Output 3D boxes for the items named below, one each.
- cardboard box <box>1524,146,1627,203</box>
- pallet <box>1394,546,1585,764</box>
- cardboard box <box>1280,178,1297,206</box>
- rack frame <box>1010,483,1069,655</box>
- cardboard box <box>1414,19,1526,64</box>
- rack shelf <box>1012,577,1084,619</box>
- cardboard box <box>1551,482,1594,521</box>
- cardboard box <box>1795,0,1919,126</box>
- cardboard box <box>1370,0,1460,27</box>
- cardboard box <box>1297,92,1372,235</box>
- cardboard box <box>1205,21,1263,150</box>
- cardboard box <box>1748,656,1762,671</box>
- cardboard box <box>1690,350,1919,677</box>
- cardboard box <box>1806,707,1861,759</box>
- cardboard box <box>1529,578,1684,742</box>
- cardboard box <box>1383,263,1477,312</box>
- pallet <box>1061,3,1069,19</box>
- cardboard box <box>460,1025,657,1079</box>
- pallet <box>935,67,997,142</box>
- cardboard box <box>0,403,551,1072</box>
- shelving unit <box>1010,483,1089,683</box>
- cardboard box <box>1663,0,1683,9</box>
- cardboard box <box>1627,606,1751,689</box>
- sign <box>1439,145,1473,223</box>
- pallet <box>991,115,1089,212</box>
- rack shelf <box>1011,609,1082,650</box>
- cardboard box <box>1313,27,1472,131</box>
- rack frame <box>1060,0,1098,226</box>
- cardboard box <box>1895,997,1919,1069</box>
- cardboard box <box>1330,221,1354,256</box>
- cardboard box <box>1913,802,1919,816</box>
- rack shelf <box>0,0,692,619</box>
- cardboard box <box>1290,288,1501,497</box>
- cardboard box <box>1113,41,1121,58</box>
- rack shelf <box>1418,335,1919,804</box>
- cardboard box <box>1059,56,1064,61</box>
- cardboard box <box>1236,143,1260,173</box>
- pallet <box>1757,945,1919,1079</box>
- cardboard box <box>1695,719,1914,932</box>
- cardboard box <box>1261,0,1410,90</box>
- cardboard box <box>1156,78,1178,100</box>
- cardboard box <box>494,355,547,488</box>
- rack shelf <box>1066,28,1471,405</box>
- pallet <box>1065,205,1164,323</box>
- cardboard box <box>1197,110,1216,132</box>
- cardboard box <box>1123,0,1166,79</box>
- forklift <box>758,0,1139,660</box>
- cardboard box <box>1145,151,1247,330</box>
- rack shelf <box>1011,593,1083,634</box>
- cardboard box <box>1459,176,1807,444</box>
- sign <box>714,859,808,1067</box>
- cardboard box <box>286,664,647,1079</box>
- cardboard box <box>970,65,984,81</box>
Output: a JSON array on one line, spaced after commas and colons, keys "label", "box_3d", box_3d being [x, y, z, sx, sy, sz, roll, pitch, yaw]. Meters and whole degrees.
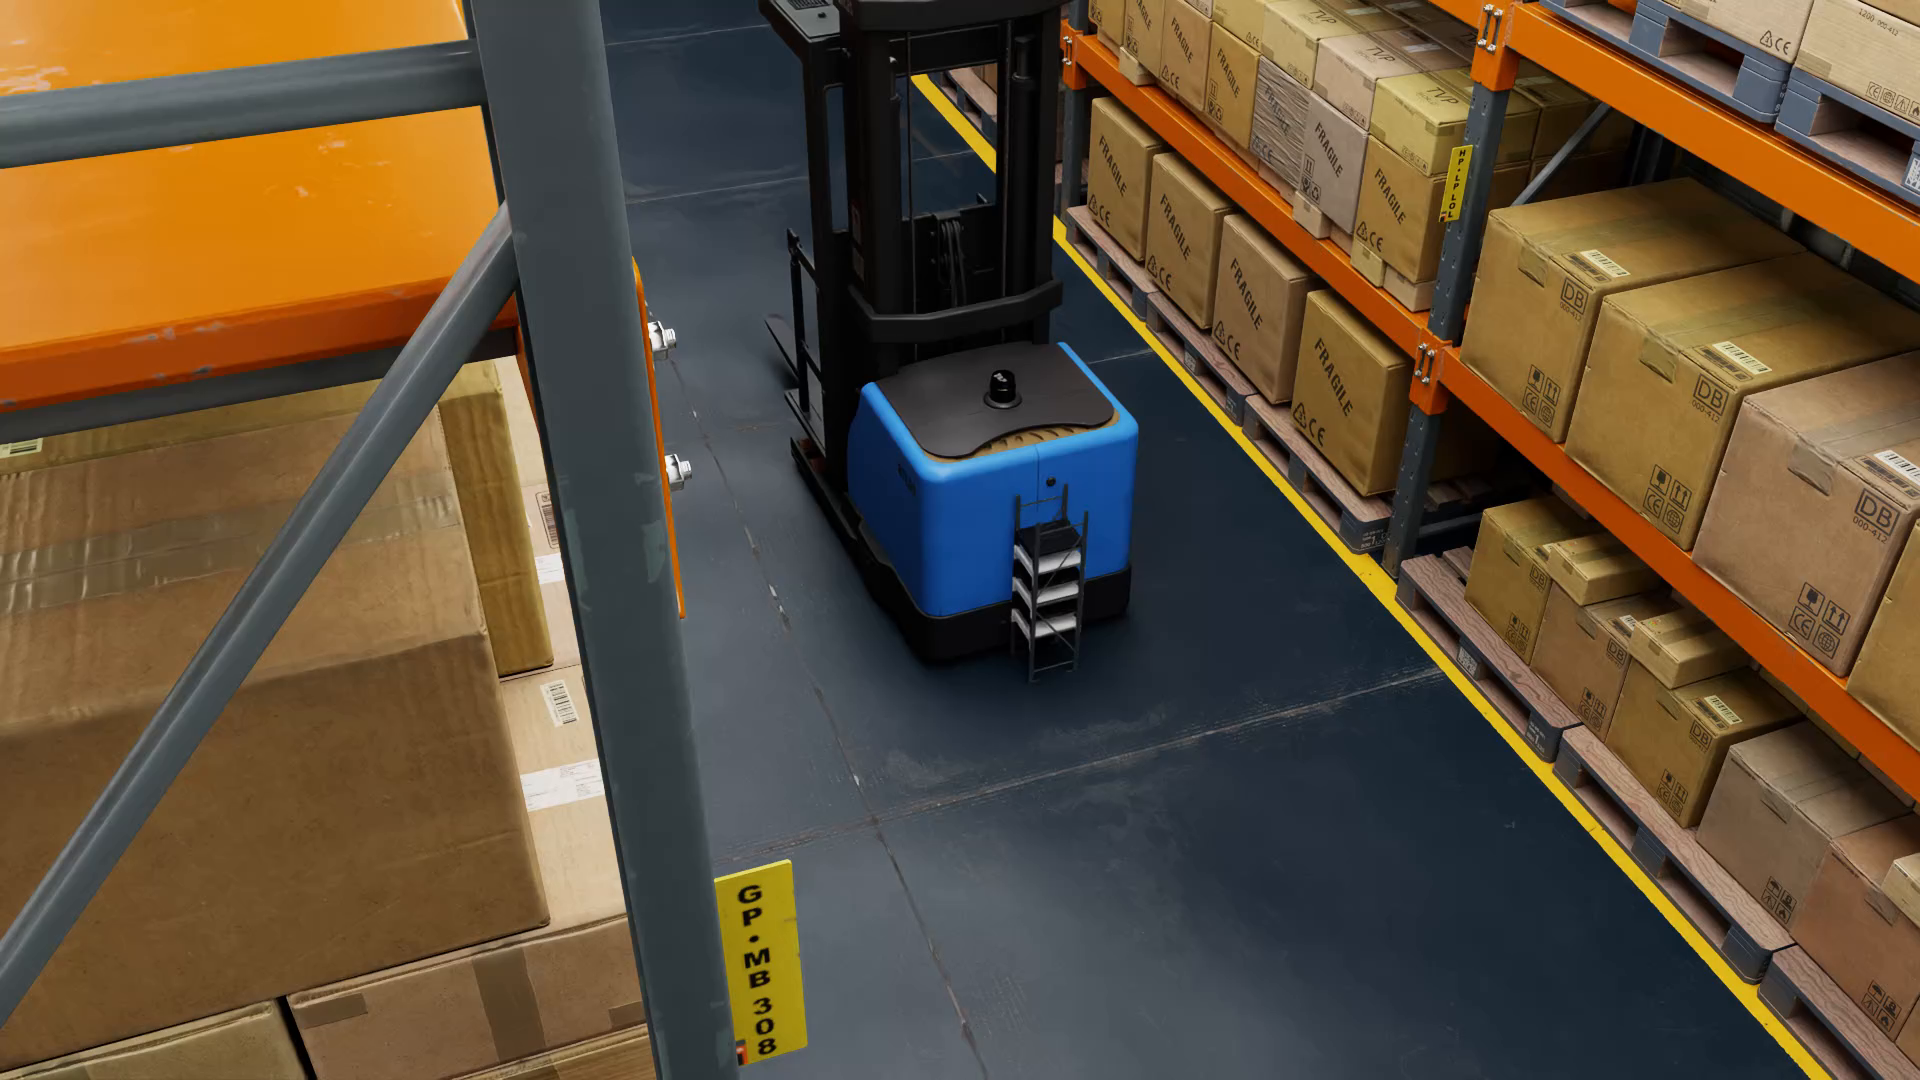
[{"label": "cardboard box", "box_3d": [2.612, -1.619, 7.559, 0.500, 0.500, 0.500, -14, 39, -17]}, {"label": "pallet", "box_3d": [2.722, 0.420, 7.517, 1.003, 0.211, 1.213, -12, 39, -16]}, {"label": "cardboard box", "box_3d": [1.827, -1.762, 8.288, 0.380, 0.149, 0.250, -12, 39, -16]}, {"label": "rack frame", "box_3d": [0.345, 0.139, 7.308, 0.240, 0.900, 0.006, -14, 40, -17]}, {"label": "cardboard box", "box_3d": [2.433, -2.214, 7.726, 0.500, 0.250, 0.500, -12, 39, -15]}, {"label": "rack shelf", "box_3d": [0.382, 0.224, 7.255, 0.258, 0.077, 0.200, -14, 40, -17]}, {"label": "cardboard box", "box_3d": [2.831, -0.248, 7.275, 0.380, 0.149, 0.250, -13, 39, -16]}, {"label": "cardboard box", "box_3d": [2.869, -1.462, 4.897, 0.500, 0.250, 0.500, -13, 39, -17]}, {"label": "cardboard box", "box_3d": [2.256, -2.496, 8.101, 0.500, 0.250, 0.500, -14, 39, -17]}, {"label": "cardboard box", "box_3d": [1.953, -1.801, 7.801, 0.500, 0.500, 0.500, -12, 39, -16]}, {"label": "cardboard box", "box_3d": [1.611, -2.368, 8.554, 0.500, 0.500, 0.500, -11, 38, -15]}, {"label": "cardboard box", "box_3d": [3.192, 0.341, 6.493, 0.380, 0.149, 0.250, -12, 39, -15]}, {"label": "cardboard box", "box_3d": [3.210, -0.127, 5.677, 0.980, 0.700, 0.700, -14, 39, -18]}, {"label": "cardboard box", "box_3d": [3.368, 0.630, 6.110, 0.380, 0.149, 0.250, -12, 39, -15]}, {"label": "cardboard box", "box_3d": [2.864, 0.419, 6.929, 0.700, 0.500, 0.500, -13, 39, -16]}, {"label": "cardboard box", "box_3d": [2.151, -1.180, 7.515, 0.380, 0.149, 0.250, -12, 39, -16]}, {"label": "pallet", "box_3d": [0.812, -3.703, 10.833, 1.213, 0.211, 1.003, -12, 39, -16]}, {"label": "cardboard box", "box_3d": [-0.678, 0.666, 2.504, 0.500, 0.250, 0.500, -12, 39, -16]}, {"label": "pallet", "box_3d": [0.473, -3.415, 12.609, 1.003, 0.211, 1.213, -12, 39, -16]}, {"label": "cardboard box", "box_3d": [-0.932, 0.223, 2.053, 0.700, 0.500, 0.500, -12, 39, -16]}, {"label": "shelving unit", "box_3d": [0.382, 0.198, 7.235, 0.258, 0.900, 0.210, -14, 40, -17]}, {"label": "cardboard box", "box_3d": [2.524, -2.041, 5.666, 0.500, 0.250, 0.500, -13, 39, -16]}, {"label": "cardboard box", "box_3d": [2.821, 0.402, 6.413, 0.380, 0.149, 0.250, -14, 39, -17]}, {"label": "sign", "box_3d": [2.027, -1.453, 6.789, 0.100, 0.325, 0.005, -12, 39, -16]}, {"label": "pallet", "box_3d": [0.889, -2.727, 11.695, 1.003, 0.211, 1.213, -12, 39, -16]}, {"label": "rack shelf", "box_3d": [0.380, 0.366, 7.367, 0.258, 0.077, 0.200, -14, 40, -17]}, {"label": "cardboard box", "box_3d": [1.966, -2.108, 7.585, 0.500, 0.250, 0.500, -12, 39, -15]}, {"label": "rack frame", "box_3d": [1.157, -3.399, 10.270, 1.000, 3.000, 0.127, -12, 39, -16]}, {"label": "cardboard box", "box_3d": [3.575, 1.576, 5.393, 0.700, 0.500, 0.500, -12, 39, -16]}, {"label": "cardboard box", "box_3d": [1.995, -1.473, 7.905, 0.380, 0.149, 0.250, -11, 38, -15]}, {"label": "cardboard box", "box_3d": [3.545, 0.918, 5.727, 0.380, 0.149, 0.250, -12, 39, -16]}, {"label": "rack shelf", "box_3d": [-1.428, -1.090, 2.818, 1.077, 0.370, 4.000, -12, 39, -16]}, {"label": "cardboard box", "box_3d": [2.188, -0.789, 8.242, 0.750, 0.750, 0.750, -12, 39, -15]}, {"label": "cardboard box", "box_3d": [1.131, -2.929, 9.838, 0.380, 0.149, 0.250, -12, 39, -15]}, {"label": "rack shelf", "box_3d": [3.222, 0.277, 5.987, 1.077, 0.370, 4.000, -12, 39, -16]}, {"label": "cardboard box", "box_3d": [0.792, -3.288, 11.834, 0.700, 0.500, 0.500, -13, 39, -16]}, {"label": "cardboard box", "box_3d": [1.675, -2.059, 8.683, 0.380, 0.149, 0.250, -11, 38, -15]}, {"label": "pallet", "box_3d": [3.561, 1.798, 5.687, 1.003, 0.211, 1.213, -12, 39, -16]}, {"label": "cardboard box", "box_3d": [3.229, 1.009, 6.146, 0.700, 0.500, 0.500, -14, 39, -17]}, {"label": "cardboard box", "box_3d": [1.790, -2.396, 7.968, 0.500, 0.250, 0.500, -12, 39, -15]}, {"label": "cardboard box", "box_3d": [1.345, -2.645, 9.460, 0.380, 0.149, 0.250, -13, 39, -16]}, {"label": "cardboard box", "box_3d": [-1.016, -0.100, 3.105, 0.500, 0.250, 0.500, -12, 39, -16]}, {"label": "rack shelf", "box_3d": [1.845, -1.982, 8.987, 1.077, 0.370, 4.000, -12, 39, -16]}, {"label": "pallet", "box_3d": [1.357, -1.825, 10.497, 1.003, 0.211, 1.213, -12, 39, -16]}, {"label": "cardboard box", "box_3d": [1.522, -2.352, 9.072, 0.380, 0.149, 0.250, -12, 39, -15]}, {"label": "cardboard box", "box_3d": [1.255, -2.941, 9.314, 0.500, 0.500, 0.500, -11, 38, -14]}, {"label": "forklift", "box_3d": [-0.239, -1.521, 7.833, 1.130, 2.935, 3.031, -14, 39, -18]}, {"label": "cardboard box", "box_3d": [1.582, -1.770, 9.544, 0.750, 0.750, 0.750, -13, 39, -16]}, {"label": "rack shelf", "box_3d": [0.381, 0.295, 7.311, 0.258, 0.077, 0.200, -14, 40, -17]}, {"label": "cardboard box", "box_3d": [2.705, -0.950, 6.769, 0.980, 0.700, 0.700, -12, 39, -15]}, {"label": "sign", "box_3d": [-0.231, 0.488, 1.890, 0.100, 0.325, 0.005, -12, 39, -16]}, {"label": "cardboard box", "box_3d": [-0.672, 0.466, 2.355, 0.500, 0.250, 0.500, -12, 39, -16]}, {"label": "cardboard box", "box_3d": [0.412, -3.846, 12.575, 0.700, 0.500, 0.500, -12, 39, -15]}]
